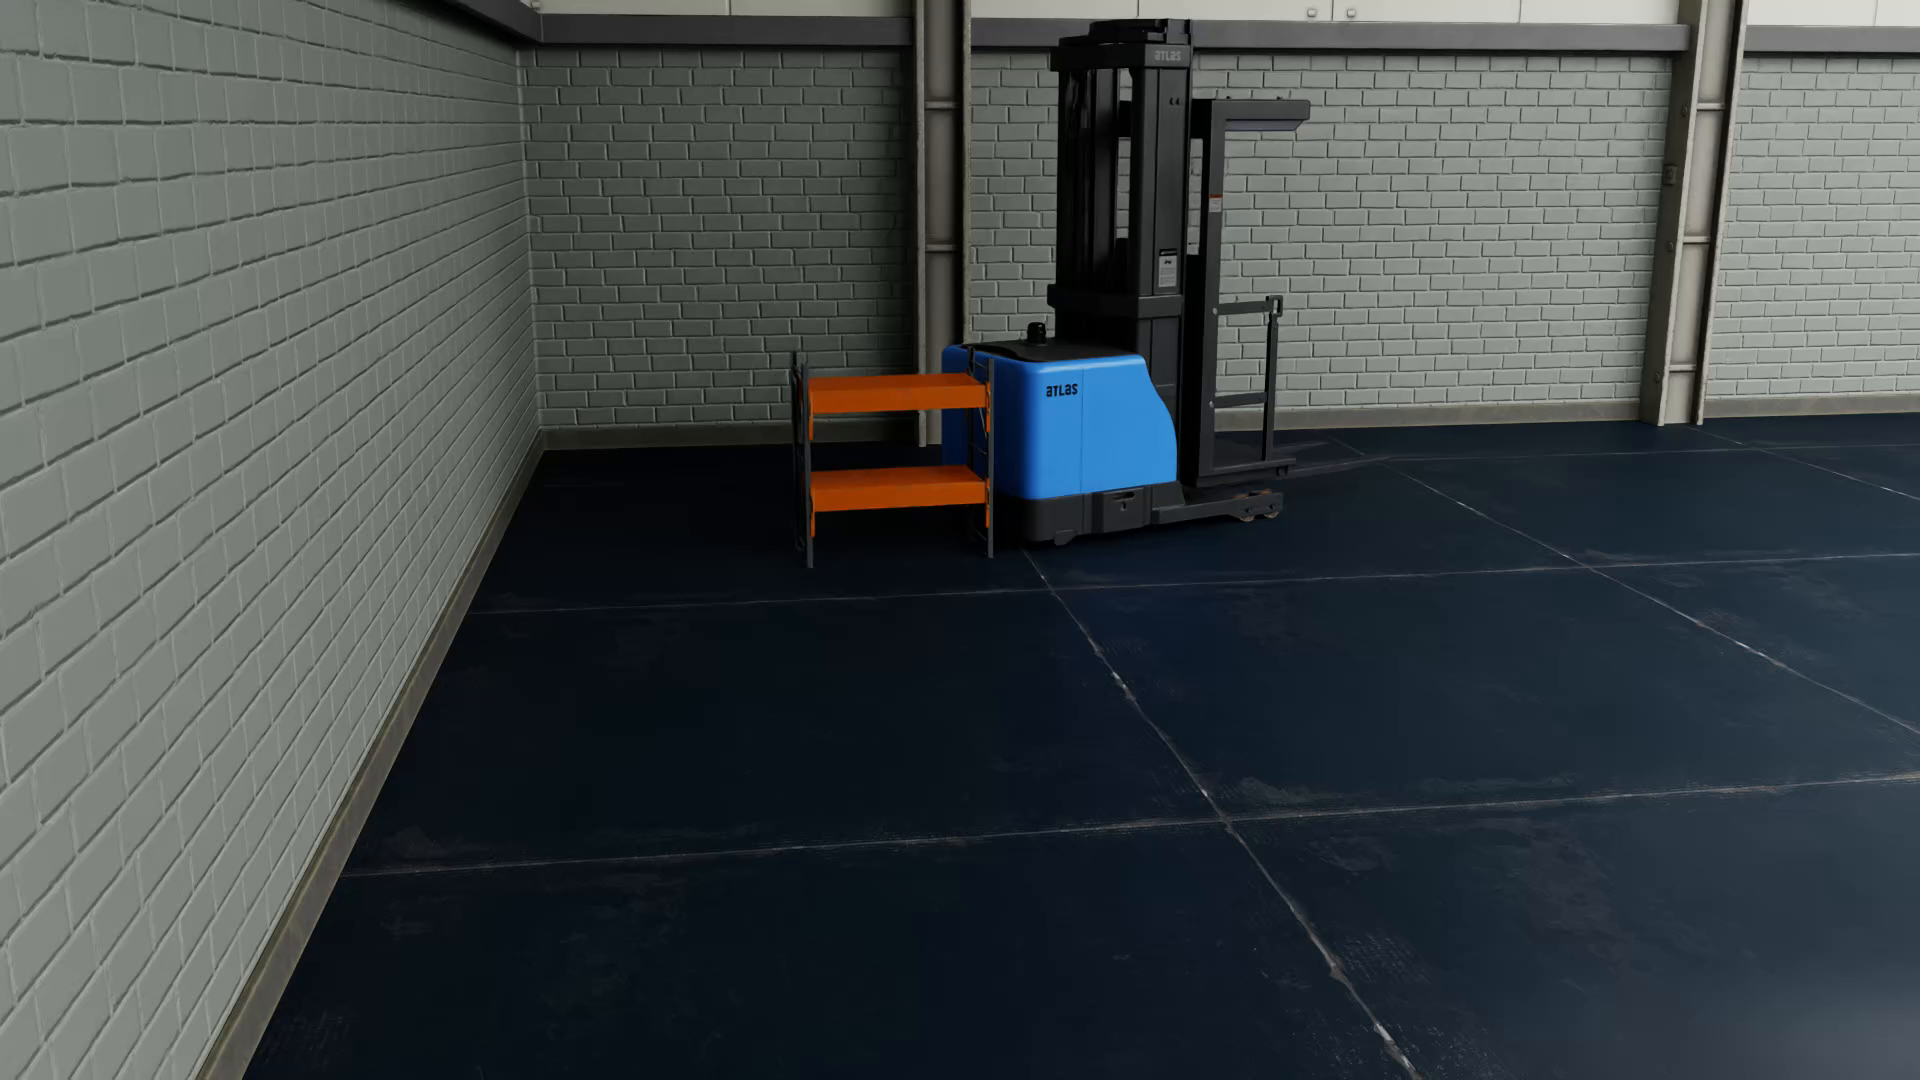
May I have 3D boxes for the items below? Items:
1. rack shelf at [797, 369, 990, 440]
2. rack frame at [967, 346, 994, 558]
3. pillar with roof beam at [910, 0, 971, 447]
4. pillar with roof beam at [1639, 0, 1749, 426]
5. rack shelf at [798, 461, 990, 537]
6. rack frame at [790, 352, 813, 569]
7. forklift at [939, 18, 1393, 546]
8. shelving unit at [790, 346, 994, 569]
[{"bbox_3d":[-0.382,-0.759,9.231,1.000,0.278,0.538,-3,14,-13],"label":"rack shelf"},{"bbox_3d":[0.113,-0.503,9.414,0.032,1.125,0.500,-3,14,-13],"label":"rack frame"},{"bbox_3d":[0.500,-4.077,7.478,0.400,9.000,9.100,-2,14,-8],"label":"pillar with roof beam"},{"bbox_3d":[6.433,-4.294,8.345,0.400,9.000,9.100,-2,14,-8],"label":"pillar with roof beam"},{"bbox_3d":[-0.382,-0.237,9.362,1.000,0.278,0.538,-3,14,-13],"label":"rack shelf"},{"bbox_3d":[-0.877,-0.446,9.190,0.032,1.125,0.500,-3,14,-13],"label":"rack frame"},{"bbox_3d":[1.400,-1.633,10.207,3.031,2.935,1.130,-8,16,-30],"label":"forklift"},{"bbox_3d":[-0.382,-0.475,9.302,1.048,1.125,0.538,-3,14,-13],"label":"shelving unit"}]
